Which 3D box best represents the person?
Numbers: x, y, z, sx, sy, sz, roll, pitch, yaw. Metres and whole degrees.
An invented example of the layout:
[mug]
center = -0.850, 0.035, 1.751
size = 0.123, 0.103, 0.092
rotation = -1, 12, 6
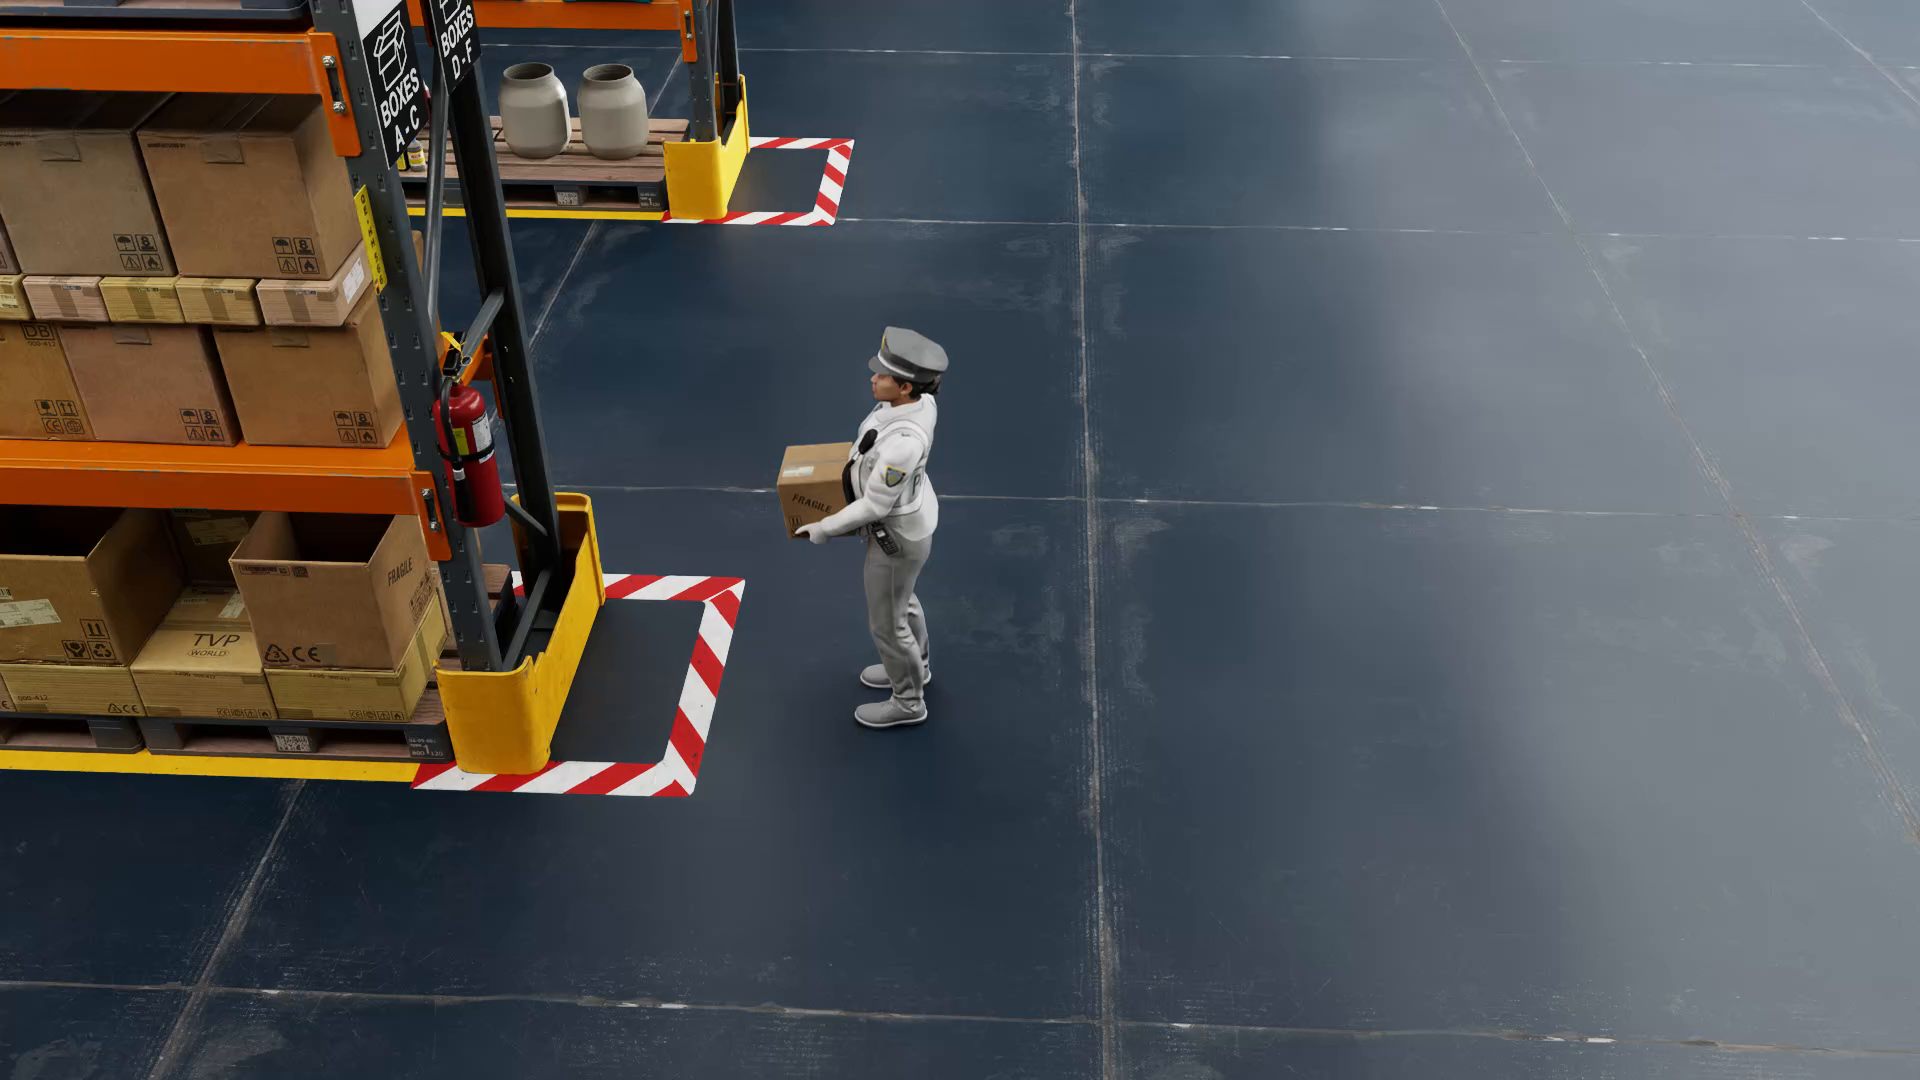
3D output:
[person]
center = -0.316, -0.041, 6.186
size = 0.554, 1.687, 0.459
rotation = 2, 36, 3
